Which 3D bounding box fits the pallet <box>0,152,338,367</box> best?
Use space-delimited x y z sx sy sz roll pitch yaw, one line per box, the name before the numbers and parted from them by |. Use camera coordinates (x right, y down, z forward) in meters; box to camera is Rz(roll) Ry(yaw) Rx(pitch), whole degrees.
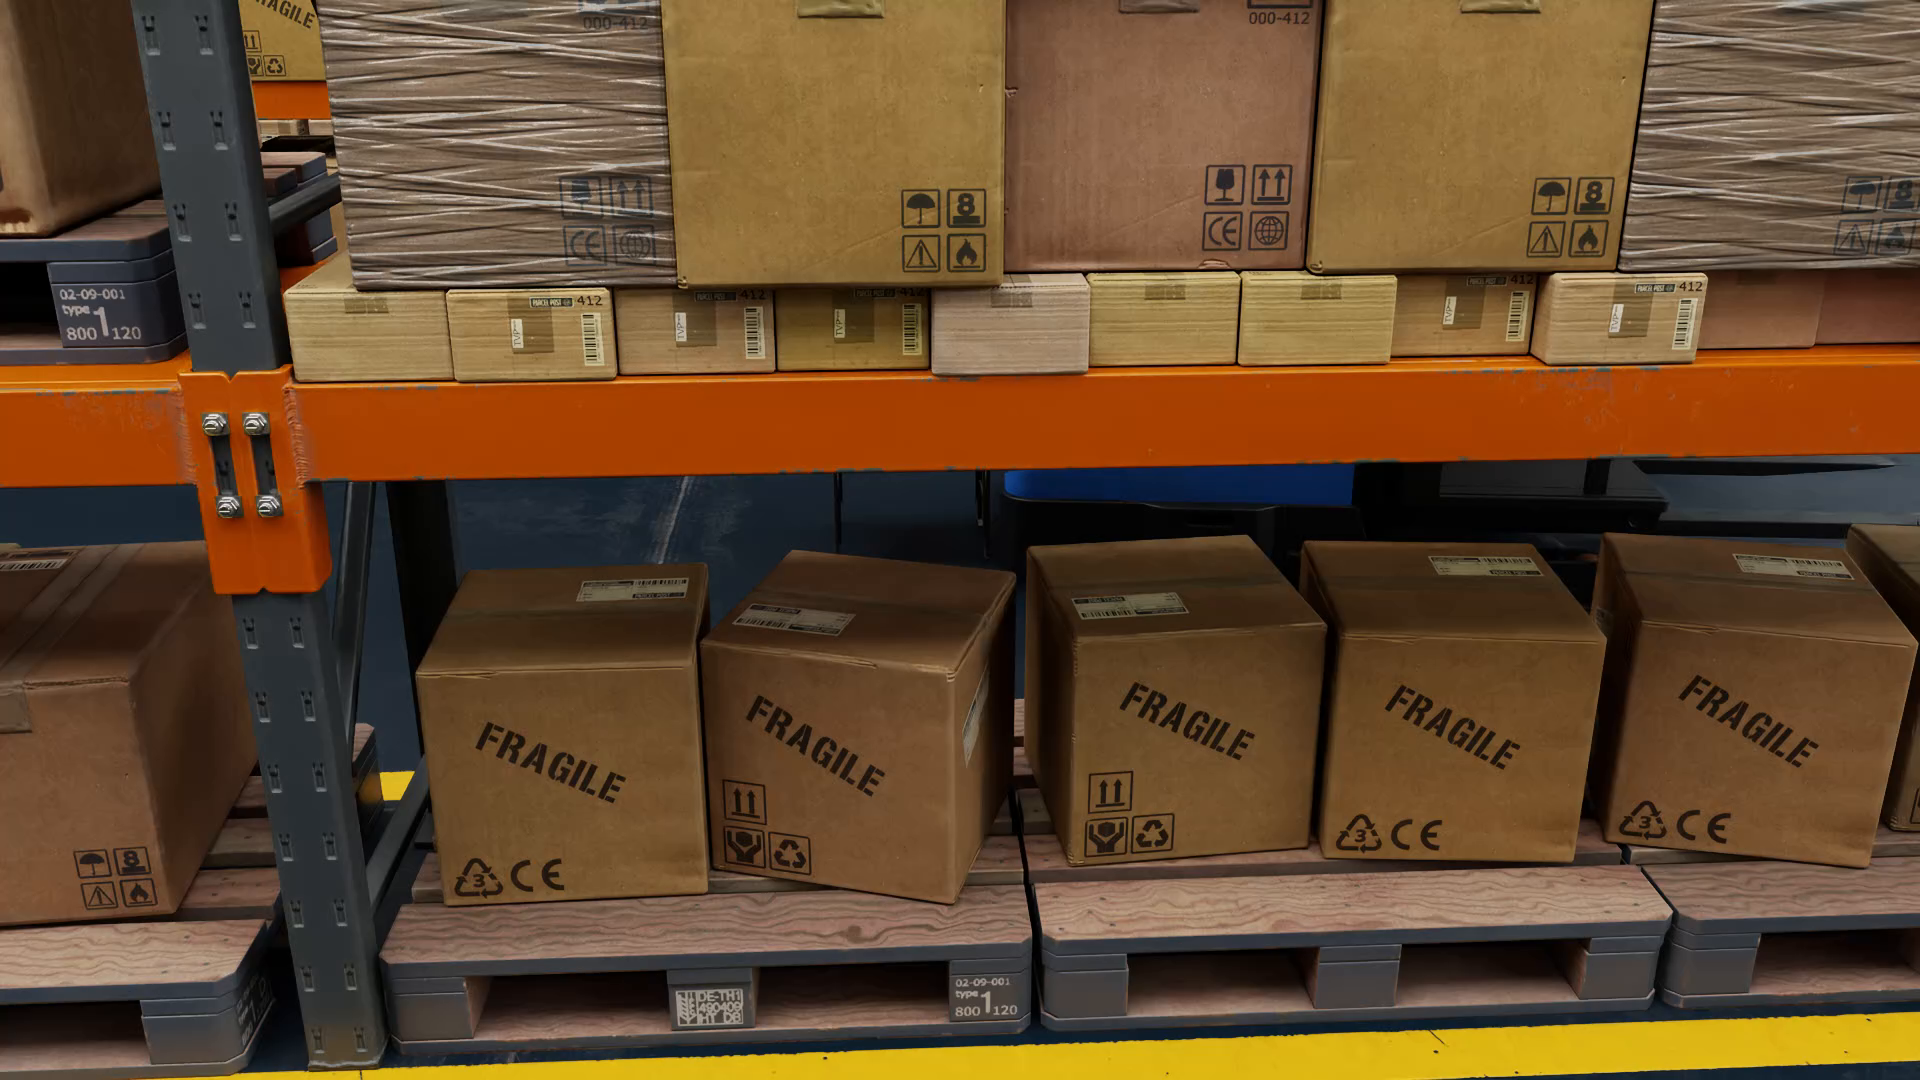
pallet | -1.933 -0.550 3.119 1.213 0.211 1.003 -1 21 -3

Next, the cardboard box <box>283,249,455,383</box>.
cardboard box | -0.929 -0.383 2.765 0.250 0.149 0.380 -1 21 -3

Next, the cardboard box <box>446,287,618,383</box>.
cardboard box | -0.679 -0.384 2.766 0.250 0.149 0.380 -1 21 -3

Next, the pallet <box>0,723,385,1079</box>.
pallet | -1.938 0.716 3.443 1.213 0.211 1.003 -1 21 -3

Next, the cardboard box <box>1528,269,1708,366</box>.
cardboard box | 1.068 -0.420 2.862 0.250 0.149 0.380 -1 21 -3

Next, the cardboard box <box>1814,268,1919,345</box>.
cardboard box | 1.561 -0.470 2.992 0.250 0.149 0.380 -1 21 -3

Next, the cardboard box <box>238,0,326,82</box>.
cardboard box | -2.858 -2.288 7.274 0.500 0.500 0.500 -1 21 -2

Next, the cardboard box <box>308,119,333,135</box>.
cardboard box | -4.420 -3.036 12.483 0.625 0.372 0.950 -2 21 -4

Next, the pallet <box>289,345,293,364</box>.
pallet | -3.330 -0.996 7.940 1.213 0.211 1.003 -1 21 -3

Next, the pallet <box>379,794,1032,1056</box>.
pallet | -0.493 0.674 3.555 1.213 0.211 1.003 -1 21 -3

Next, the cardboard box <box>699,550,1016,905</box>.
cardboard box | -0.188 0.361 3.381 0.500 0.500 0.500 5 22 14

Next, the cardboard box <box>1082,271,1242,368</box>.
cardboard box | 0.317 -0.417 2.855 0.250 0.149 0.380 -1 21 -3

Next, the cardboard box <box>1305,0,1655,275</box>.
cardboard box | 0.788 -0.815 2.988 0.500 0.500 0.875 -1 21 -3

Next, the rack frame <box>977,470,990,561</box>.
rack frame | 0.078 -0.983 5.252 0.015 2.100 0.400 -1 21 -3

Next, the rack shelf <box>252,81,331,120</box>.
rack shelf | -3.340 -1.990 7.644 4.000 0.370 1.077 -1 21 -3

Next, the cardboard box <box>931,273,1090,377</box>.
cardboard box | 0.070 -0.398 2.803 0.250 0.149 0.380 -1 21 -3

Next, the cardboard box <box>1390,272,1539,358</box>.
cardboard box | 0.814 -0.440 2.913 0.250 0.149 0.380 -1 21 -3

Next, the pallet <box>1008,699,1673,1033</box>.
pallet | 0.728 0.648 3.622 1.213 0.211 1.003 -1 21 -3

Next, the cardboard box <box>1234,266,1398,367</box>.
cardboard box | 0.567 -0.419 2.858 0.250 0.149 0.380 -1 21 -3

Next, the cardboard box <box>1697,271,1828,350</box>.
cardboard box | 1.312 -0.457 2.958 0.250 0.149 0.380 -1 21 -3

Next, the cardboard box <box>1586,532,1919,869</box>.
cardboard box | 1.613 0.319 3.491 0.500 0.500 0.500 4 21 11

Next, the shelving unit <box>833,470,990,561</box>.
shelving unit | -0.165 -0.978 5.239 0.503 2.100 0.431 -1 21 -3

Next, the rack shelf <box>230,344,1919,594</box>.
rack shelf | 0.836 -0.308 3.224 4.000 0.370 1.077 -1 21 -3

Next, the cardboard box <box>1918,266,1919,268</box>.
cardboard box | 1.789 -0.816 2.990 0.500 0.500 0.875 -1 21 -3

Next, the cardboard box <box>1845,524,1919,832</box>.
cardboard box | 2.208 0.294 3.555 0.500 0.500 0.500 3 21 7

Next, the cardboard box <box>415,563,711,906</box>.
cardboard box | -0.760 0.375 3.344 0.500 0.500 0.500 -2 21 -5

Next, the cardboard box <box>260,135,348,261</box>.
cardboard box | -2.921 -1.449 7.783 0.750 0.750 1.050 -1 21 -3

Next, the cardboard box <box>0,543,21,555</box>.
cardboard box | -2.253 0.367 3.335 0.500 0.500 0.700 -1 21 -3

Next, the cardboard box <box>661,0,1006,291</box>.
cardboard box | -0.207 -0.774 2.879 0.500 0.500 0.875 -1 21 -3

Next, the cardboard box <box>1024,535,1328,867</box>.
cardboard box | 0.427 0.320 3.488 0.500 0.500 0.500 -3 21 -8

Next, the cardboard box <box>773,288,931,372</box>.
cardboard box | -0.182 -0.407 2.828 0.250 0.149 0.380 -1 21 -3

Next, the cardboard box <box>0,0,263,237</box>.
cardboard box | -1.962 -1.113 2.896 1.000 1.000 1.000 -1 21 -3

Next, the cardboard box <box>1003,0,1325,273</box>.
cardboard box | 0.286 -0.820 3.000 0.500 0.500 0.875 -1 21 -3

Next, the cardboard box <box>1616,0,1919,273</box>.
cardboard box | 1.288 -0.821 3.004 0.500 0.500 0.875 -1 21 -3

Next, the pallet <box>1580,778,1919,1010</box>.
pallet | 1.943 0.624 3.685 1.213 0.211 1.003 -1 21 -3

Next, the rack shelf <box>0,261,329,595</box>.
rack shelf | -3.158 -0.226 3.011 4.000 0.370 1.077 -1 21 -3

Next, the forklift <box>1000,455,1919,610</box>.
forklift | 1.664 -1.354 5.057 3.031 2.935 1.130 1 21 3

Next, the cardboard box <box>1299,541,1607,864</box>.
cardboard box | 0.987 0.325 3.476 0.500 0.500 0.500 1 21 2

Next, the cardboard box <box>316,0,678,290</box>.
cardboard box | -0.708 -0.776 2.885 0.500 0.500 0.875 -1 21 -3

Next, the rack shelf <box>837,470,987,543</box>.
rack shelf | -0.165 -0.311 5.492 0.480 0.518 0.431 -1 21 -3

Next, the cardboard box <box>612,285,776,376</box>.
cardboard box | -0.431 -0.399 2.805 0.250 0.149 0.380 -1 21 -3

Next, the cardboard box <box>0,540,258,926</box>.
cardboard box | -1.775 0.364 3.343 0.500 0.500 0.700 -3 21 -7

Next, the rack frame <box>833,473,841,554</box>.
rack frame | -0.409 -0.973 5.226 0.015 2.100 0.400 -1 21 -3

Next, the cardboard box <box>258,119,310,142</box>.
cardboard box | -5.156 -3.018 12.436 0.625 0.372 0.950 -3 21 -7

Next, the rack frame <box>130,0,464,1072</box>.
rack frame | -1.161 -0.603 2.990 0.127 3.000 1.000 -1 21 -3
